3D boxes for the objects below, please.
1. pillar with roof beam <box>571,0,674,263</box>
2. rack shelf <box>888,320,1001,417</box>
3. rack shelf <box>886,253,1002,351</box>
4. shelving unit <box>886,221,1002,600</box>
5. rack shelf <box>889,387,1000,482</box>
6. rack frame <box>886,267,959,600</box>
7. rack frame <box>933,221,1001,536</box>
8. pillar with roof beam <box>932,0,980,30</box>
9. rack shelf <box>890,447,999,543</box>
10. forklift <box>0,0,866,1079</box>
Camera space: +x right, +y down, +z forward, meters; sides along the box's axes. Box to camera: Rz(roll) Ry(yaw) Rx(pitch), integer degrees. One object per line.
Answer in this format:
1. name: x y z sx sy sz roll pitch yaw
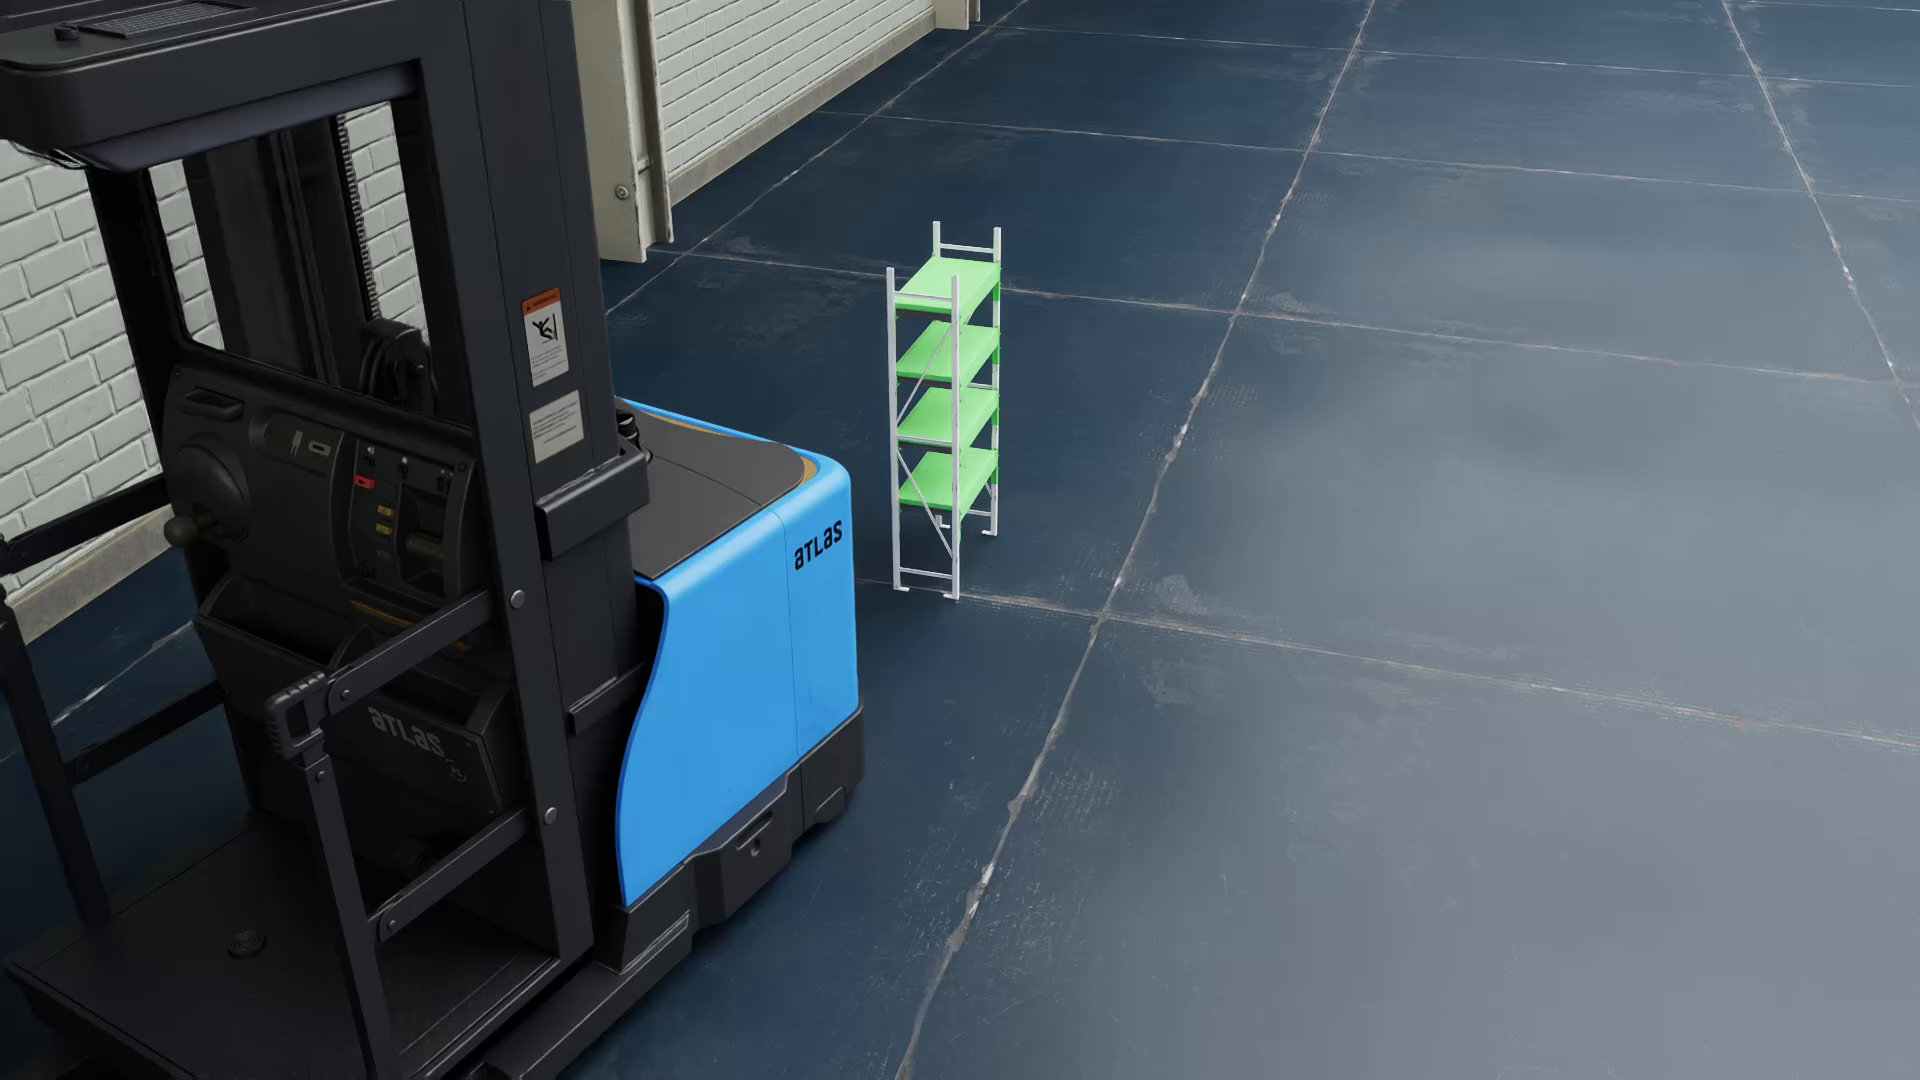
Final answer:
1. pillar with roof beam: 2.321 -4.918 5.834 9.100 9.000 0.400 8 30 15
2. rack shelf: -0.049 -0.601 5.734 0.258 0.148 0.480 8 30 15
3. rack shelf: -0.049 -0.811 5.618 0.258 0.148 0.480 8 30 15
4. shelving unit: -0.049 -0.447 5.820 0.258 1.200 0.503 8 30 15
5. rack shelf: -0.049 -0.392 5.851 0.258 0.148 0.480 8 30 15
6. rack frame: -0.120 -0.334 5.616 0.240 1.200 0.015 8 30 15
7. rack frame: 0.023 -0.561 6.024 0.240 1.200 0.015 8 30 15
8. pillar with roof beam: 4.082 -7.706 10.847 9.100 9.000 0.400 8 30 15
9. rack shelf: -0.049 -0.182 5.968 0.258 0.148 0.480 8 30 15
10. forklift: -1.476 -0.064 3.351 1.130 2.935 3.031 17 33 27
